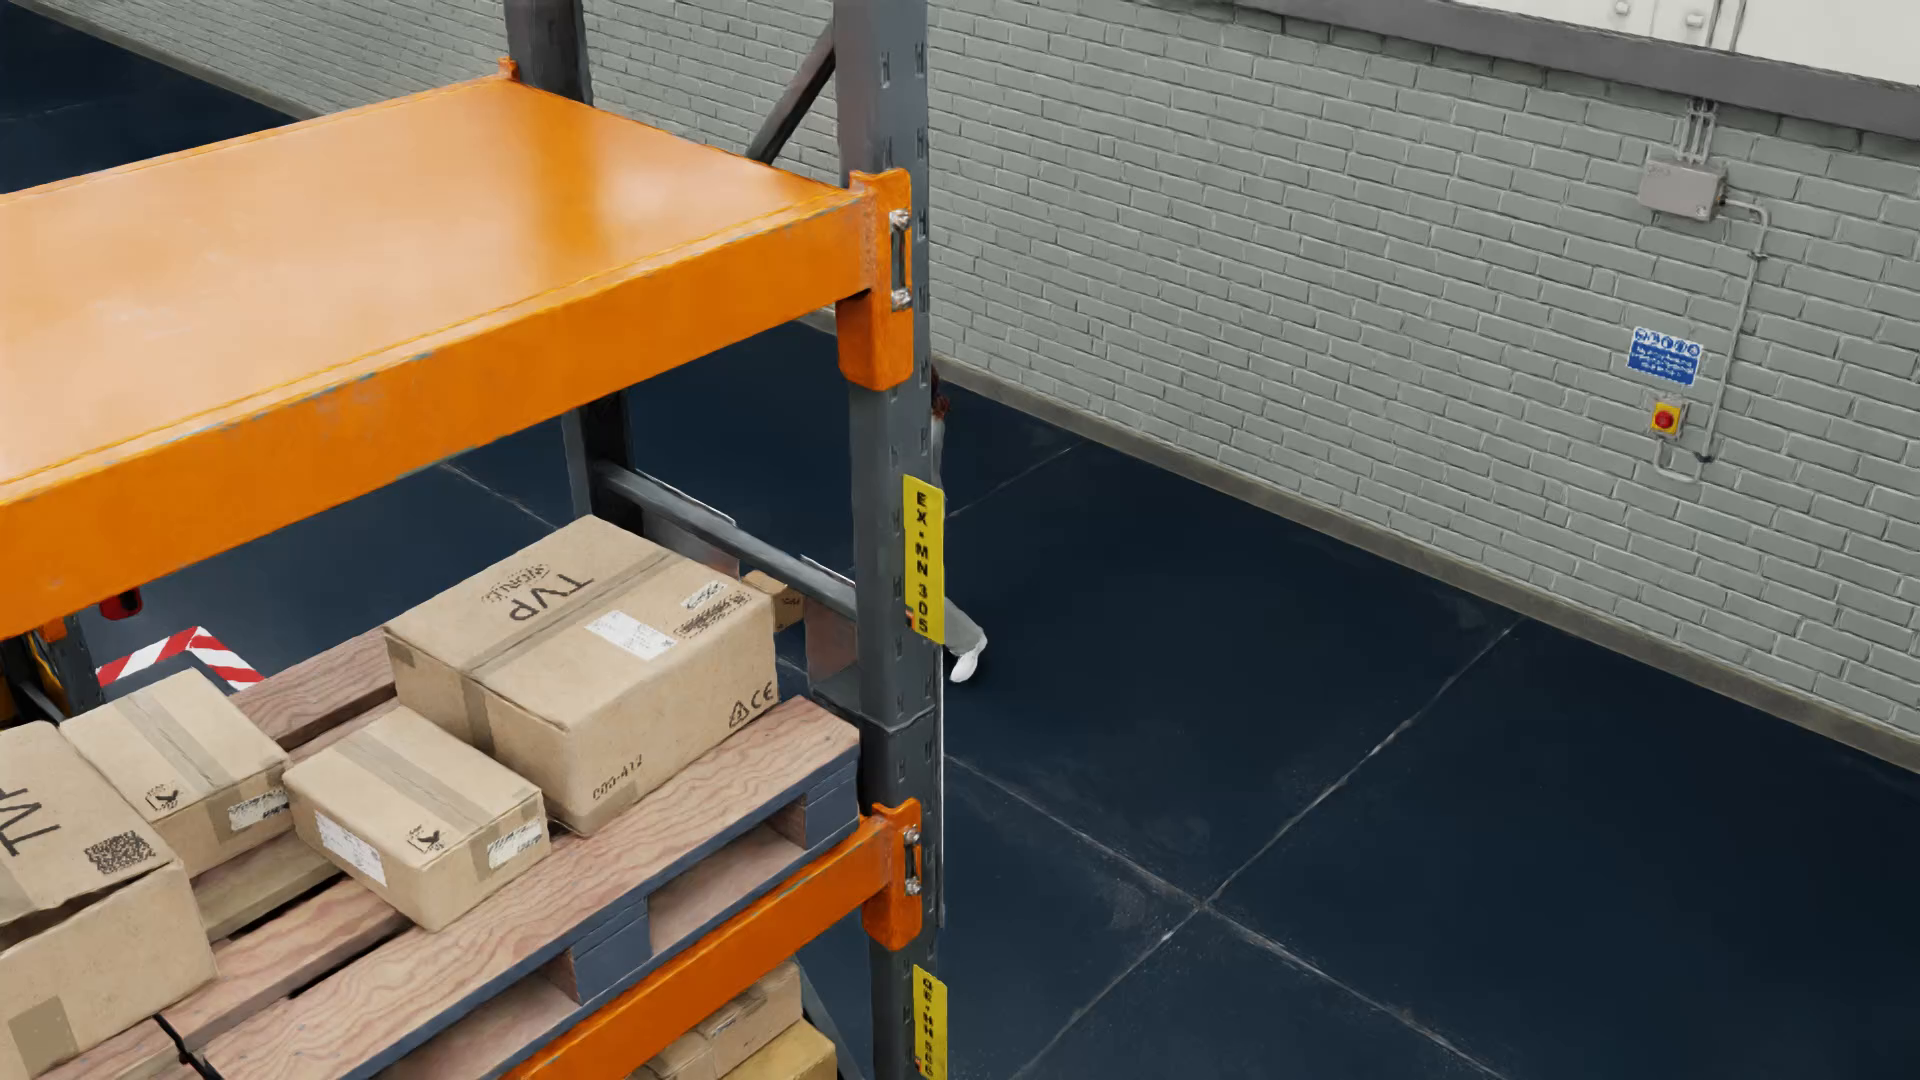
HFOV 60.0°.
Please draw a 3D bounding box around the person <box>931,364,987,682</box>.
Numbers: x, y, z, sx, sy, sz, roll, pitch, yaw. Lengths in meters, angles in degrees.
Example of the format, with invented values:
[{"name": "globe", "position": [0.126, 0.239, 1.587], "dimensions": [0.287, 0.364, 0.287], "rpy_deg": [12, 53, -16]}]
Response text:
[{"name": "person", "position": [-0.146, -0.102, 8.145], "dimensions": [0.570, 1.671, 0.575], "rpy_deg": [1, 31, 1]}]
